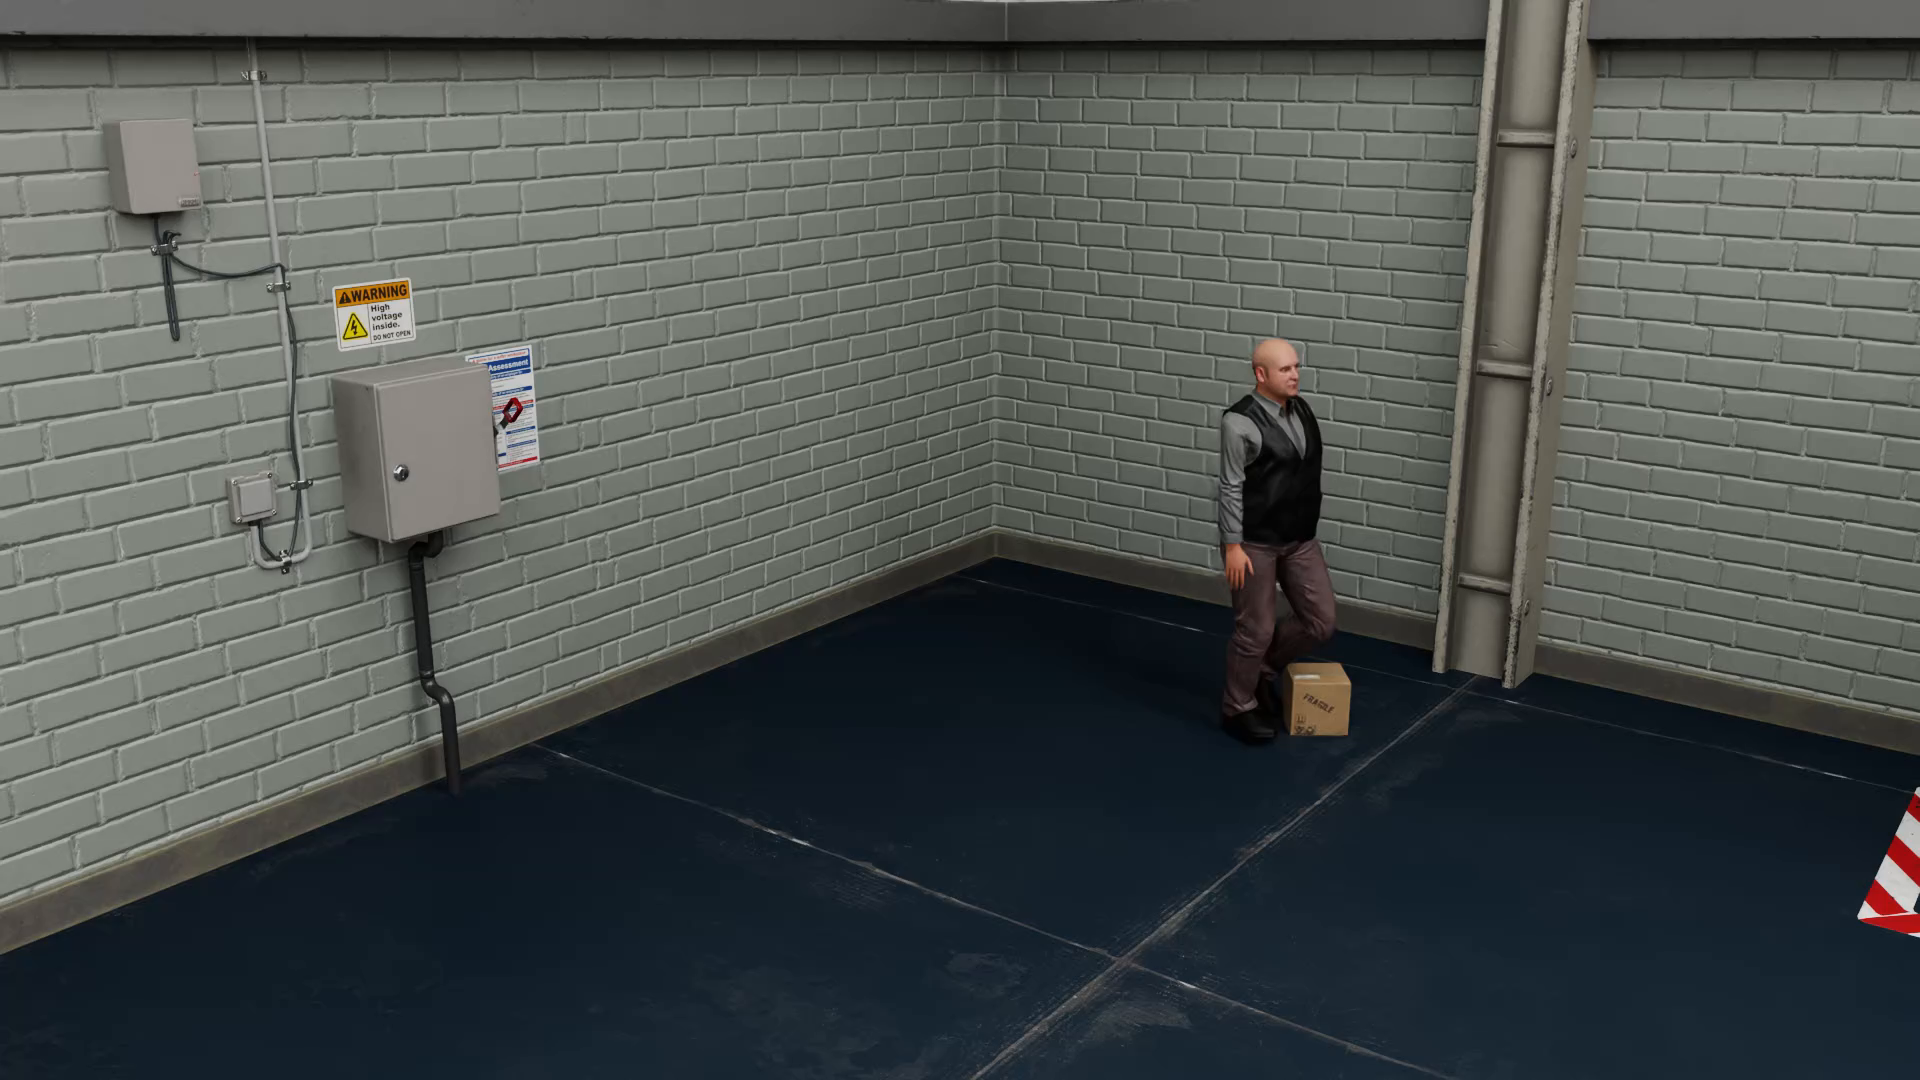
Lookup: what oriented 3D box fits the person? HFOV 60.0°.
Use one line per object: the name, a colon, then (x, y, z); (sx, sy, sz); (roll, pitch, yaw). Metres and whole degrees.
person: (1.304, 0.002, 6.983); (0.560, 1.711, 0.469); (-11, 20, -34)
